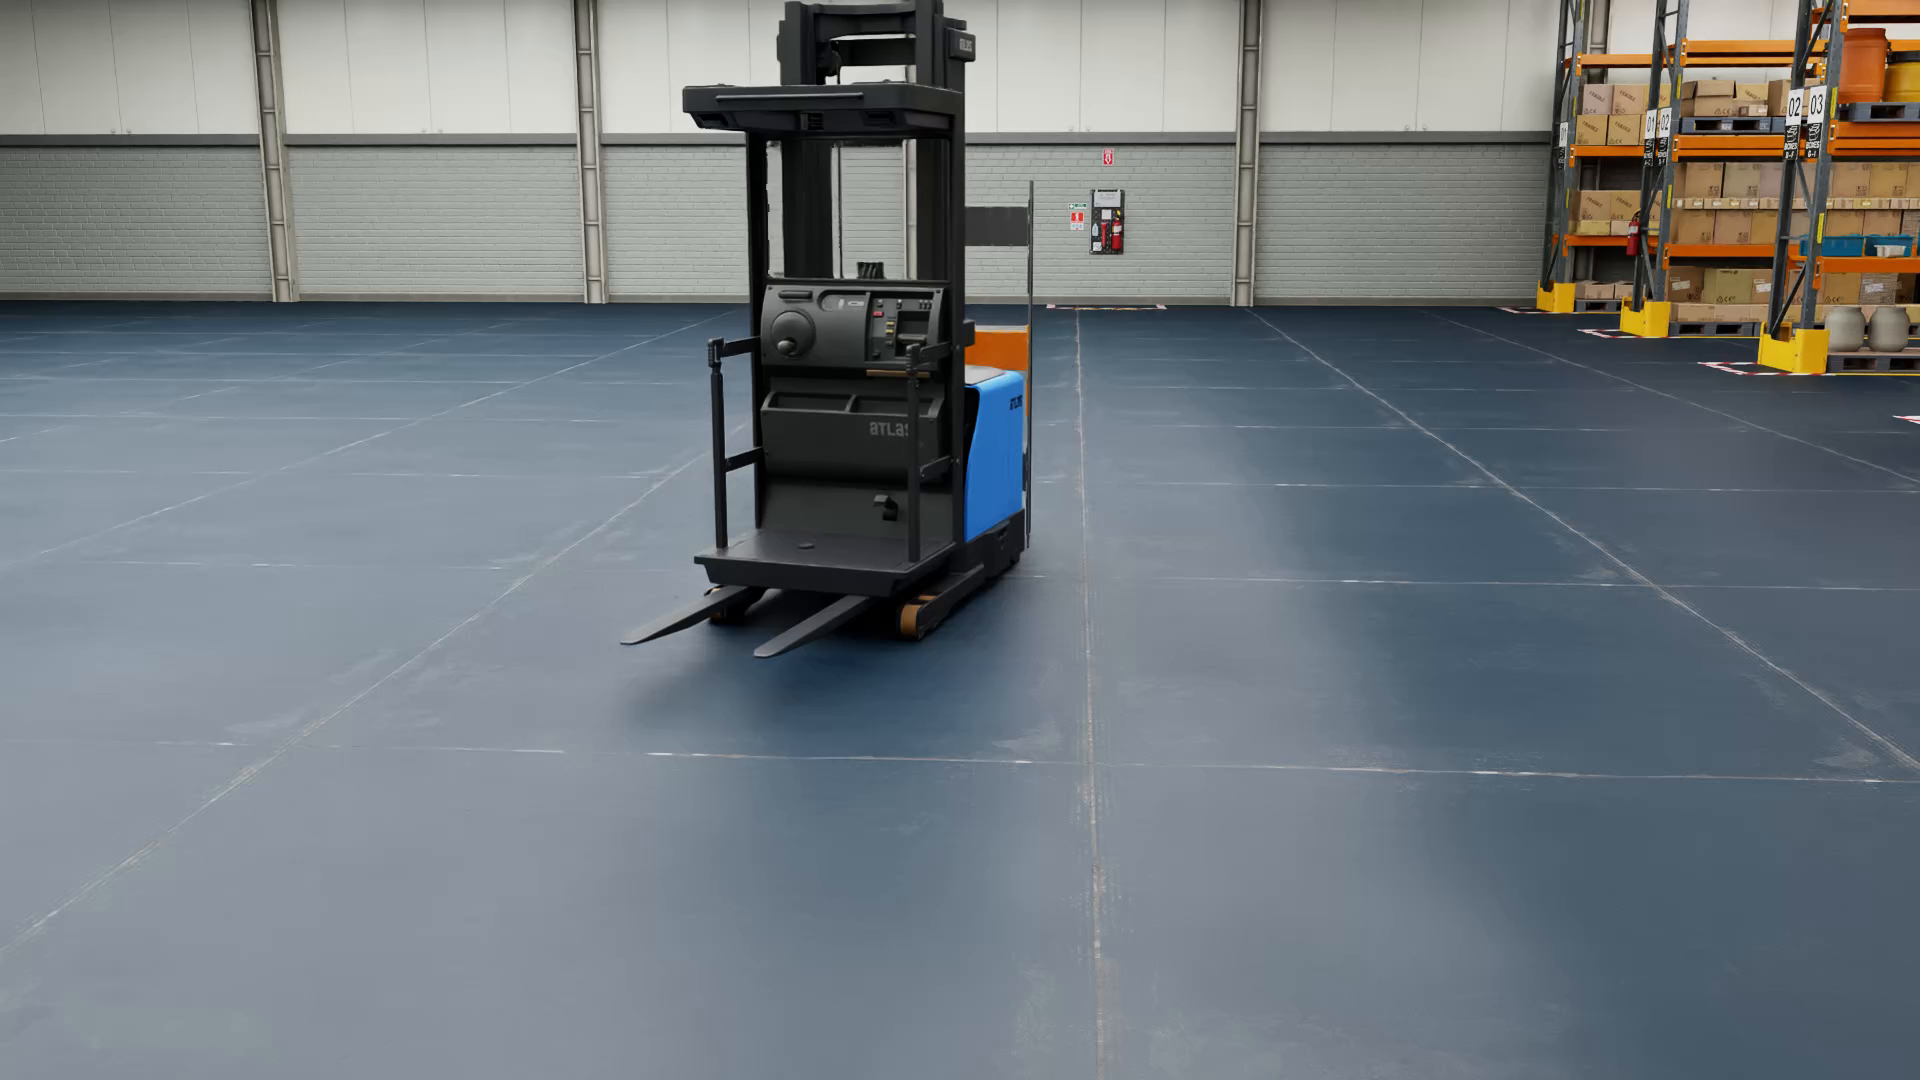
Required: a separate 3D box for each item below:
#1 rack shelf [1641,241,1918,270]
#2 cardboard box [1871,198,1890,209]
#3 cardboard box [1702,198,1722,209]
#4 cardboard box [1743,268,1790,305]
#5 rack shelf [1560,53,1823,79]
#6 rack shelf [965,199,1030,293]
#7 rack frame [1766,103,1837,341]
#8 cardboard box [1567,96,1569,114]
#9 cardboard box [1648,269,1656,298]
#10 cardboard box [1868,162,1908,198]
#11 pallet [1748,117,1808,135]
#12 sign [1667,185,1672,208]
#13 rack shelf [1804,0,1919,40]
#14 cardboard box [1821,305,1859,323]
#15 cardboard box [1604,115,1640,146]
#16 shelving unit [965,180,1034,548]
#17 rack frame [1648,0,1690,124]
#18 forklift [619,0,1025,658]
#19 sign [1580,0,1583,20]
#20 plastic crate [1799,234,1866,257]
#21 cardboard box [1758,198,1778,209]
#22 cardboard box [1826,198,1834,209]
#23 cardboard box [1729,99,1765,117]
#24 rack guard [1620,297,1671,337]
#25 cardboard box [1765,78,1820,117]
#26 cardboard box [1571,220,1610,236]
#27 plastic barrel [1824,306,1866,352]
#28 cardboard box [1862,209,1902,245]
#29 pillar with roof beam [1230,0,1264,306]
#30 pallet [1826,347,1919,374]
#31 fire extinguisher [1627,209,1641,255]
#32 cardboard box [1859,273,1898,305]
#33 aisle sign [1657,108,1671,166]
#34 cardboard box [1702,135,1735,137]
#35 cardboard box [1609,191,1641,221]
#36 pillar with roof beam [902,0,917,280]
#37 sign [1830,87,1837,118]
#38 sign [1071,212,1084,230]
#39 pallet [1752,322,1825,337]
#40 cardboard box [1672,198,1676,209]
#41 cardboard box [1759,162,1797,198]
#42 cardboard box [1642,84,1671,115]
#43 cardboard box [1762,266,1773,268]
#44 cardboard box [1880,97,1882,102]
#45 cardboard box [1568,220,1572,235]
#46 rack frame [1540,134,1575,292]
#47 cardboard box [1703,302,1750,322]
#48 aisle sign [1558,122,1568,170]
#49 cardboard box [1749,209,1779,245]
[{"bbox_3d":[12.054,-4.118,24.058,4.000,0.370,1.077,1,12,4],"label":"rack shelf"},{"bbox_3d":[12.993,-4.780,23.635,0.250,0.149,0.380,1,12,4],"label":"cardboard box"},{"bbox_3d":[10.699,-4.812,23.788,0.250,0.149,0.380,0,12,2],"label":"cardboard box"},{"bbox_3d":[11.577,-3.661,23.974,0.500,0.500,0.500,1,12,4],"label":"cardboard box"},{"bbox_3d":[12.381,-8.065,28.282,4.000,0.370,1.077,1,12,4],"label":"rack shelf"},{"bbox_3d":[0.165,-1.697,9.573,0.480,0.518,0.431,1,12,4],"label":"rack shelf"},{"bbox_3d":[9.723,-3.486,19.278,0.127,3.000,1.000,1,12,4],"label":"rack frame"},{"bbox_3d":[10.833,-7.574,28.759,0.500,0.500,0.500,1,12,6],"label":"cardboard box"},{"bbox_3d":[12.367,-4.446,28.897,0.500,0.500,0.700,0,12,0],"label":"cardboard box"},{"bbox_3d":[13.102,-5.138,23.765,0.500,0.500,0.700,1,12,4],"label":"cardboard box"},{"bbox_3d":[11.982,-5.892,23.669,1.213,0.211,1.003,1,12,4],"label":"pallet"},{"bbox_3d":[10.015,-4.847,23.477,0.005,0.325,0.100,1,12,4],"label":"sign"},{"bbox_3d":[11.719,-5.847,18.648,4.000,0.370,1.077,1,12,4],"label":"rack shelf"},{"bbox_3d":[12.574,-3.277,23.970,0.500,0.250,0.500,1,12,4],"label":"cardboard box"},{"bbox_3d":[11.236,-6.966,28.298,0.500,0.500,0.500,2,12,8],"label":"cardboard box"},{"bbox_3d":[0.165,-1.025,9.714,0.503,2.100,0.431,1,12,4],"label":"shelving unit"},{"bbox_3d":[10.058,-7.434,23.501,0.127,3.000,1.000,1,12,4],"label":"rack frame"},{"bbox_3d":[-0.596,-1.066,7.876,1.130,2.935,3.031,4,12,18],"label":"forklift"},{"bbox_3d":[10.349,-8.831,27.706,0.005,0.325,0.100,1,12,4],"label":"sign"},{"bbox_3d":[10.243,-3.467,19.553,0.616,0.251,0.499,1,12,4],"label":"plastic crate"},{"bbox_3d":[11.465,-4.801,23.737,0.250,0.149,0.380,0,12,2],"label":"cardboard box"},{"bbox_3d":[12.231,-4.790,23.685,0.250,0.149,0.380,1,12,6],"label":"cardboard box"},{"bbox_3d":[11.225,-6.205,23.948,0.500,0.250,0.500,1,12,4],"label":"cardboard box"},{"bbox_3d":[10.034,-3.275,24.373,0.348,0.500,1.175,1,12,4],"label":"rack guard"},{"bbox_3d":[11.697,-6.210,23.365,0.500,0.500,0.500,1,12,4],"label":"cardboard box"},{"bbox_3d":[10.851,-5.375,28.625,0.500,0.250,0.500,0,12,2],"label":"cardboard box"},{"bbox_3d":[10.385,-2.480,19.521,0.421,0.512,0.421,0,12,0],"label":"plastic barrel"},{"bbox_3d":[13.079,-4.503,23.895,0.500,0.500,0.700,1,12,3],"label":"cardboard box"},{"bbox_3d":[4.867,-7.816,25.326,0.400,9.000,9.100,1,12,4],"label":"pillar with roof beam"},{"bbox_3d":[10.612,-2.117,19.546,1.213,0.211,1.003,1,12,4],"label":"pallet"},{"bbox_3d":[9.971,-4.556,24.585,0.183,0.674,0.296,1,12,4],"label":"fire extinguisher"},{"bbox_3d":[13.074,-3.641,23.876,0.500,0.500,0.500,1,12,4],"label":"cardboard box"},{"bbox_3d":[9.972,-5.709,23.554,0.004,0.787,0.394,1,12,4],"label":"aisle sign"},{"bbox_3d":[12.797,-6.948,28.209,0.500,0.500,0.500,0,12,2],"label":"cardboard box"},{"bbox_3d":[11.334,-5.736,28.523,0.500,0.500,0.500,1,12,4],"label":"cardboard box"},{"bbox_3d":[-1.119,-7.898,25.719,0.400,9.000,9.100,1,12,4],"label":"pillar with roof beam"},{"bbox_3d":[9.682,-4.846,18.433,0.005,0.325,0.100,1,12,4],"label":"sign"},{"bbox_3d":[2.147,-5.847,30.477,0.234,0.329,0.001,1,12,4],"label":"sign"},{"bbox_3d":[12.038,-3.114,24.309,1.213,0.211,1.003,1,12,4],"label":"pallet"},{"bbox_3d":[10.452,-4.898,24.200,0.250,0.149,0.380,1,12,3],"label":"cardboard box"},{"bbox_3d":[11.604,-5.159,23.865,0.500,0.500,0.700,1,12,4],"label":"cardboard box"},{"bbox_3d":[11.763,-7.449,28.165,0.500,0.500,0.500,1,12,5],"label":"cardboard box"},{"bbox_3d":[12.111,-3.760,24.448,0.500,0.500,0.500,1,12,4],"label":"cardboard box"},{"bbox_3d":[13.025,-6.210,23.824,0.500,0.311,0.500,0,12,1],"label":"cardboard box"},{"bbox_3d":[10.865,-5.479,29.126,0.500,0.250,0.500,1,12,5],"label":"cardboard box"},{"bbox_3d":[10.385,-5.510,28.954,0.127,3.000,1.000,1,12,4],"label":"rack frame"},{"bbox_3d":[11.077,-3.299,24.072,0.500,0.250,0.500,1,12,4],"label":"cardboard box"},{"bbox_3d":[10.293,-6.722,28.399,0.004,0.787,0.394,1,12,4],"label":"aisle sign"},{"bbox_3d":[11.542,-4.524,23.994,0.500,0.500,0.700,1,12,4],"label":"cardboard box"}]
